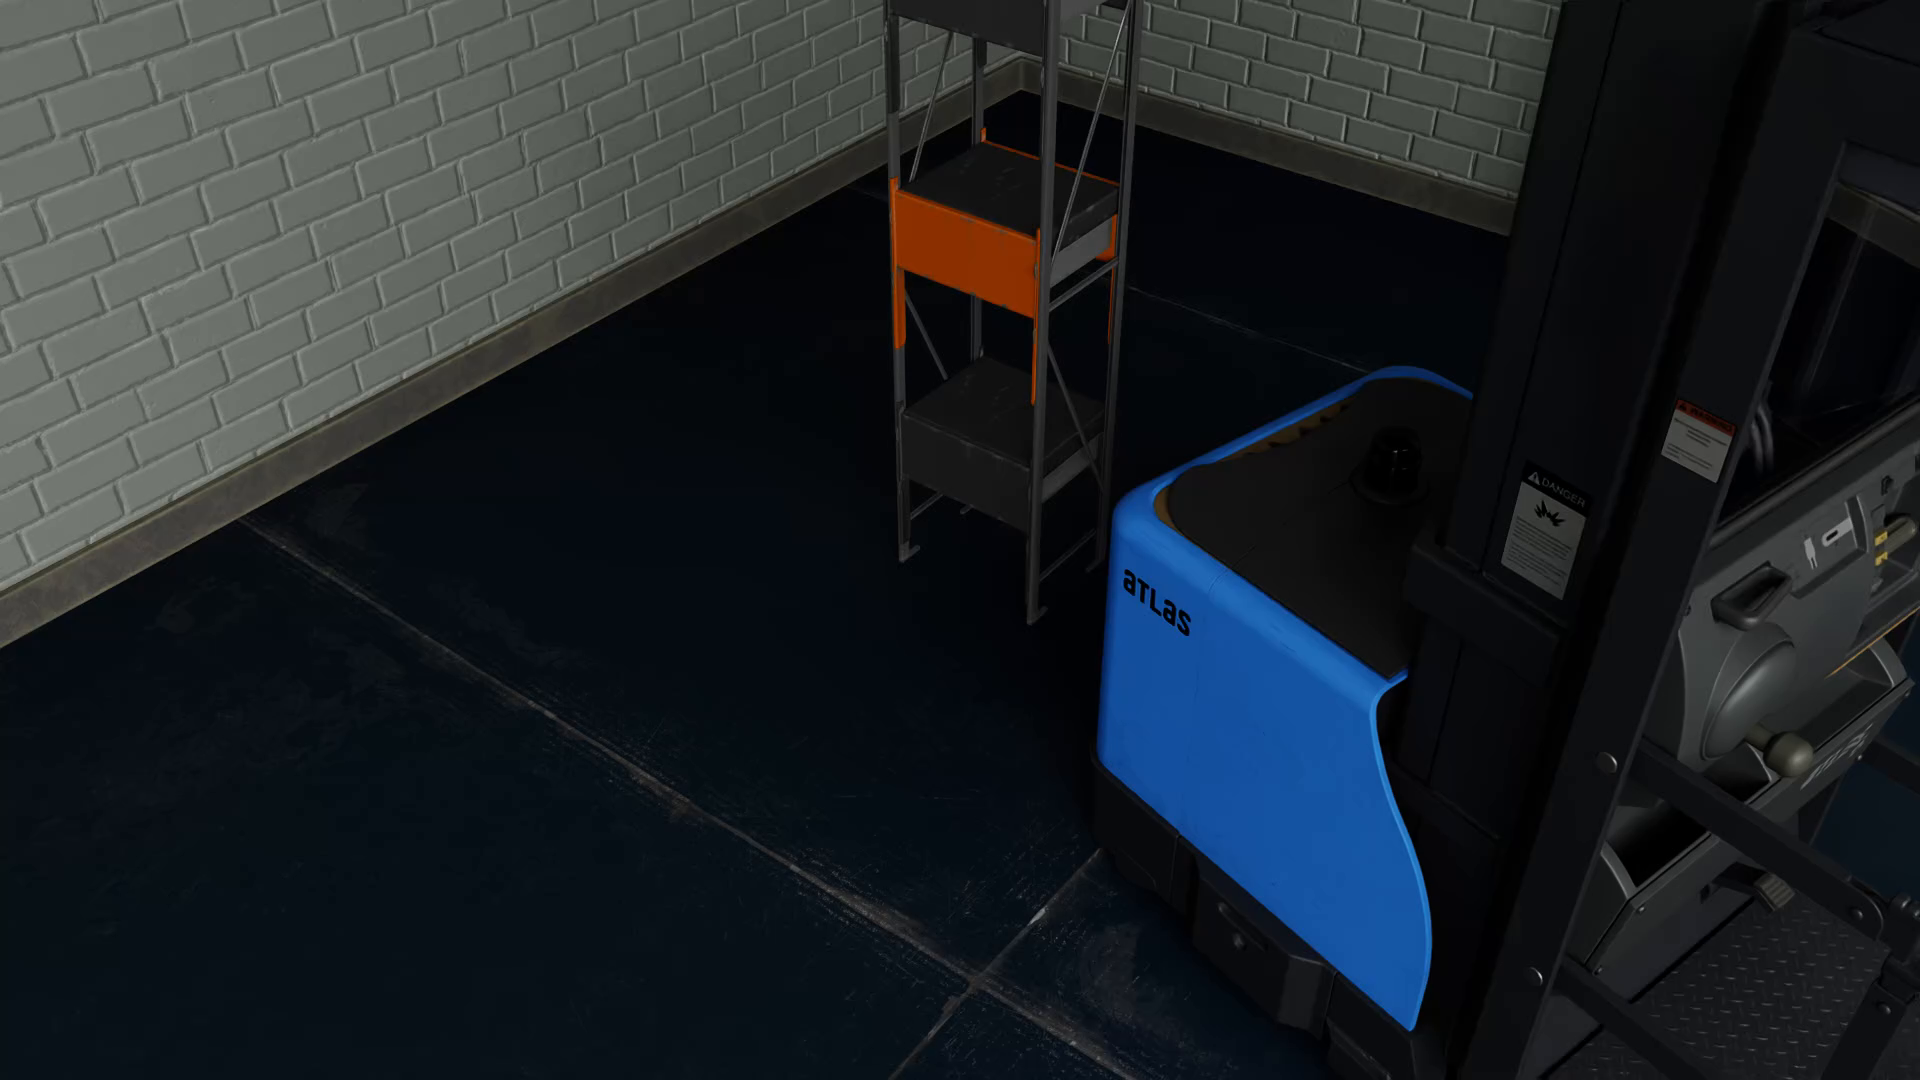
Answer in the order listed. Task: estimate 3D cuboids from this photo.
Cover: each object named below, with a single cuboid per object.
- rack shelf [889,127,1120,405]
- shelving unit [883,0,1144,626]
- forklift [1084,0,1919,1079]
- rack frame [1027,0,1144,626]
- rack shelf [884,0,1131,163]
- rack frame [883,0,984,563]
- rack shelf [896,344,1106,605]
[{"bbox_3d":[0.131,-0.754,4.532,0.480,0.518,0.431,25,45,29],"label":"rack shelf"},{"bbox_3d":[0.131,-0.765,4.524,0.503,2.100,0.431,25,45,29],"label":"shelving unit"},{"bbox_3d":[1.612,0.140,2.693,1.130,2.935,3.031,-25,45,-29],"label":"forklift"},{"bbox_3d":[0.325,-0.673,4.407,0.015,2.100,0.400,25,45,29],"label":"rack frame"},{"bbox_3d":[0.131,-1.305,4.100,0.480,0.518,0.431,25,45,29],"label":"rack shelf"},{"bbox_3d":[-0.062,-0.856,4.640,0.015,2.100,0.400,25,45,29],"label":"rack frame"},{"bbox_3d":[0.131,-0.203,4.963,0.480,0.518,0.431,25,45,29],"label":"rack shelf"}]
